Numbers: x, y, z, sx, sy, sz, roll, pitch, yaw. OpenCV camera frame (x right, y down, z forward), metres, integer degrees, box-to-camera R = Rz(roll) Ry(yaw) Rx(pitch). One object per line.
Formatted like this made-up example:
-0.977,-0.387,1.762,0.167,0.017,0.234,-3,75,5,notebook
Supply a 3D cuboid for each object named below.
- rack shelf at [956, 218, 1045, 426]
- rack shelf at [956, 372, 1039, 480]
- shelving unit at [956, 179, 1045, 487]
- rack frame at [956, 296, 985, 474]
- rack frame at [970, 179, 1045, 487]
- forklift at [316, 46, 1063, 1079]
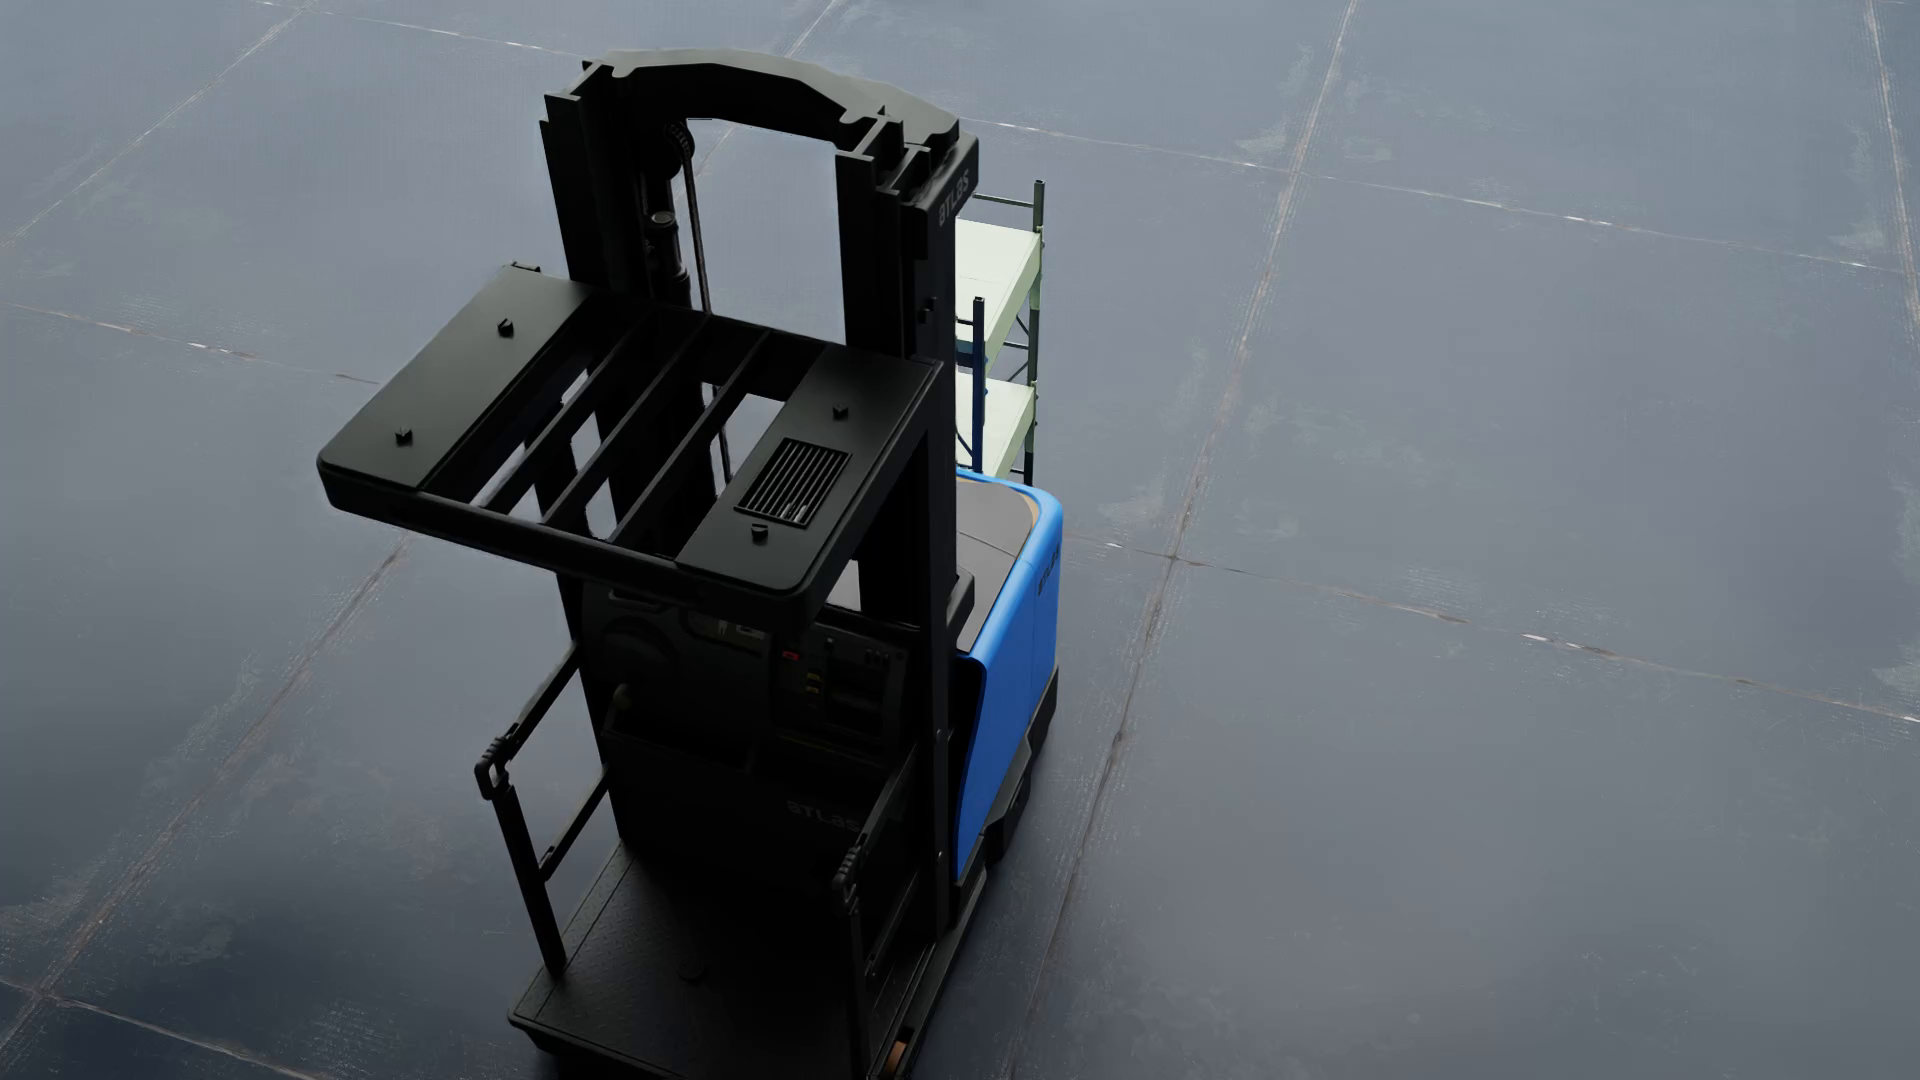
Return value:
-0.002,-0.811,5.948,0.431,0.370,0.720,13,46,12,rack shelf
-0.002,-0.299,6.449,0.431,0.370,0.720,13,46,12,rack shelf
-0.002,-0.532,6.221,0.431,1.500,0.755,13,46,12,shelving unit
-0.113,-0.288,5.972,0.400,1.500,0.023,13,46,12,rack frame
0.109,-0.776,6.470,0.400,1.500,0.023,13,46,12,rack frame
-0.647,0.416,4.230,1.130,2.935,3.031,15,46,15,forklift
